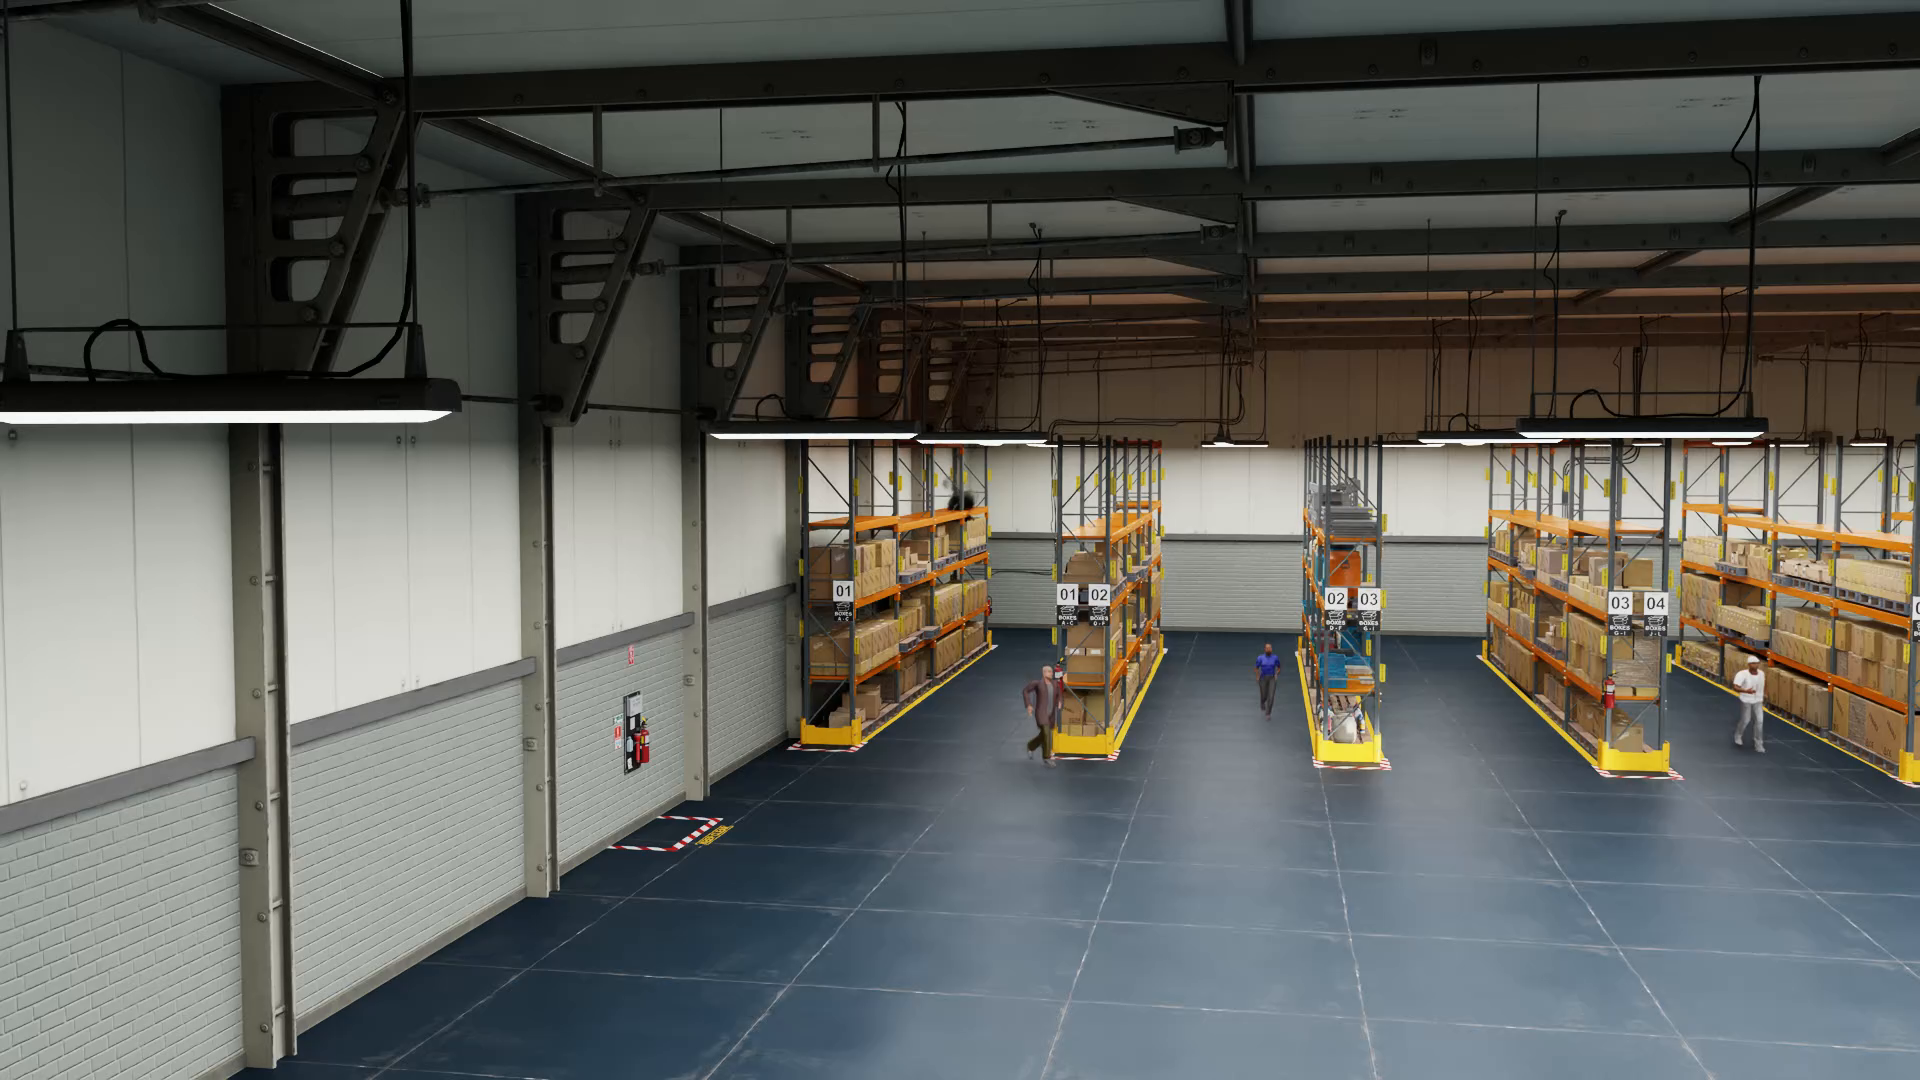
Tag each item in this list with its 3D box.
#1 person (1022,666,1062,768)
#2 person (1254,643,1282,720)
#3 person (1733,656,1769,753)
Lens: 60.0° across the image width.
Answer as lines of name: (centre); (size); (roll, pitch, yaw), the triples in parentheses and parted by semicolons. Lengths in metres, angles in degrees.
person: (1.579, 3.197, 30.383); (0.739, 1.768, 0.956); (-2, 4, -33)
person: (6.573, 3.007, 35.490); (0.581, 1.616, 0.592); (0, 3, 7)
person: (15.145, 3.116, 31.834); (0.721, 1.813, 0.835); (0, 3, -1)
